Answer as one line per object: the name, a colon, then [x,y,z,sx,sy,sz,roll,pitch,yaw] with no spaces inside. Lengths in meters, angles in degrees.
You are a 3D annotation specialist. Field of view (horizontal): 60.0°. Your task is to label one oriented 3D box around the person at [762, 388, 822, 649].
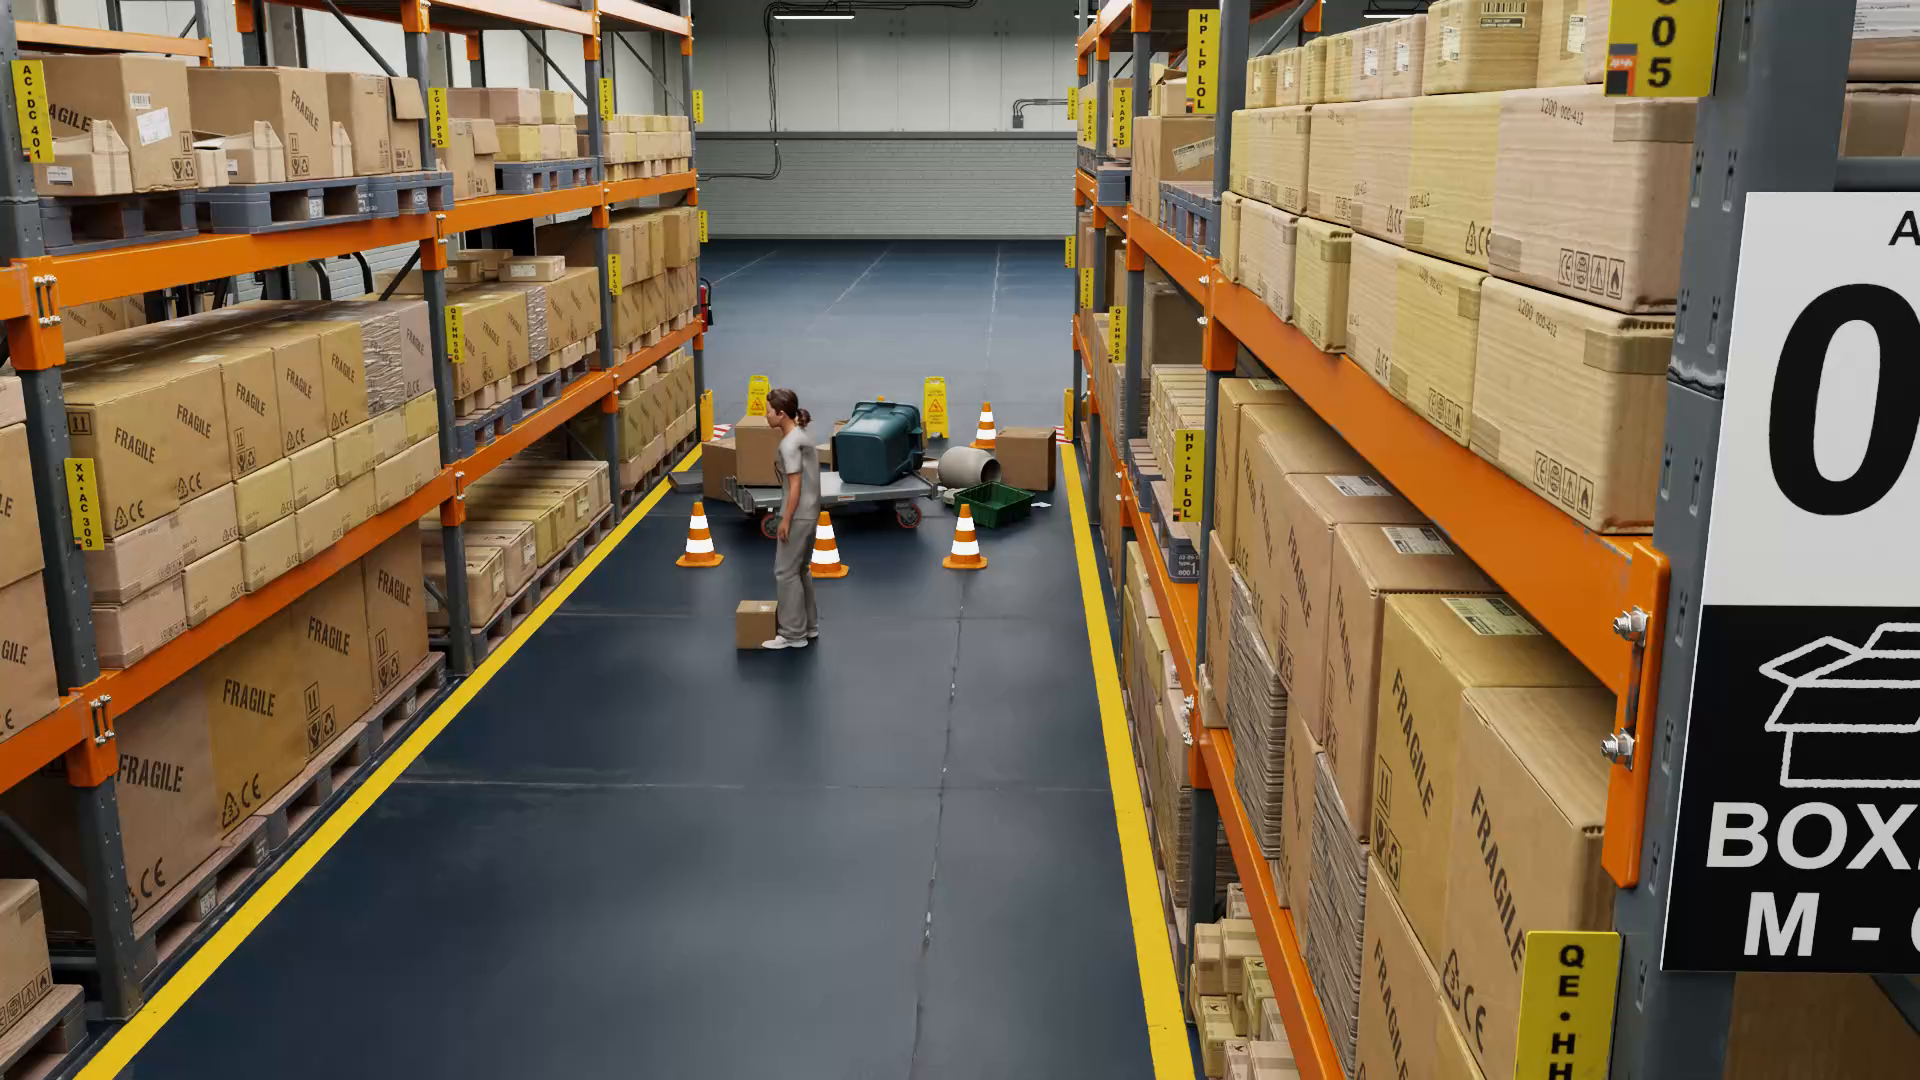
person: [-1.082,-0.144,10.580,0.404,1.673,0.489,0,14,1]
